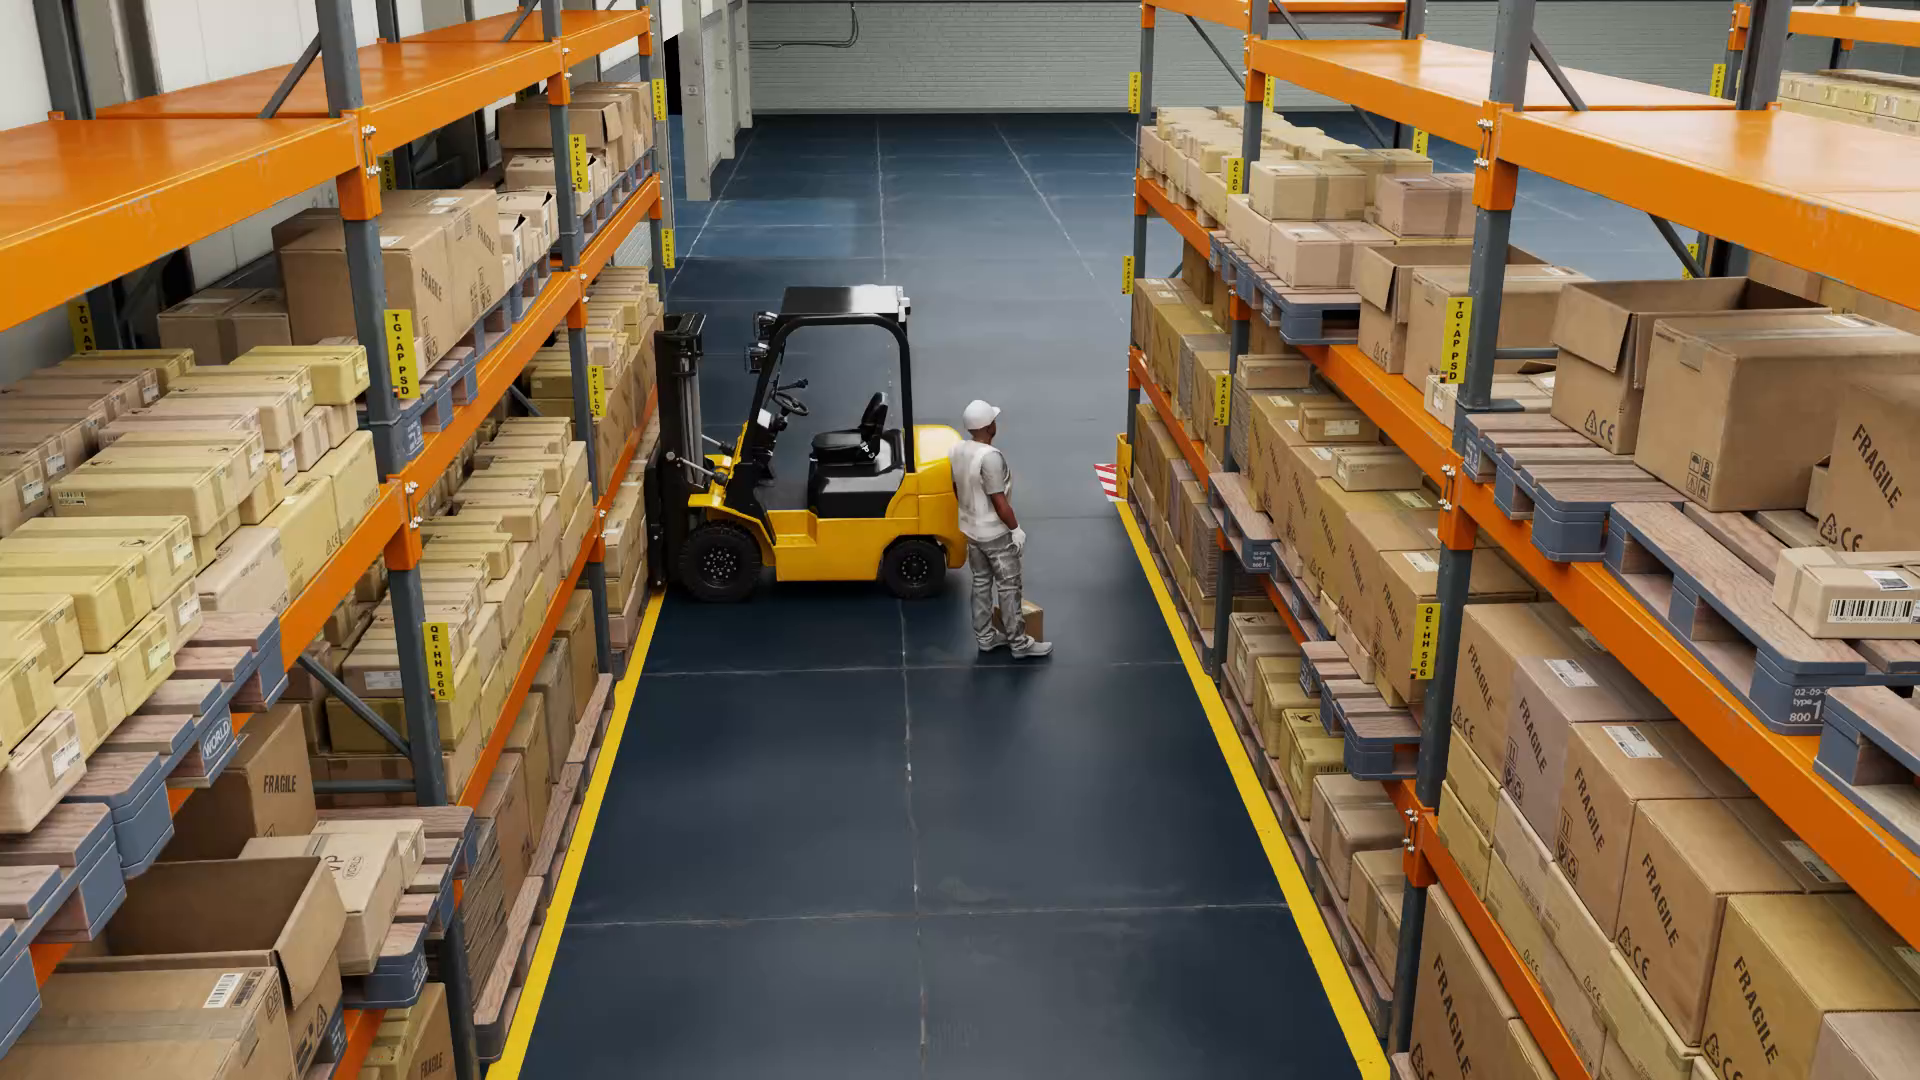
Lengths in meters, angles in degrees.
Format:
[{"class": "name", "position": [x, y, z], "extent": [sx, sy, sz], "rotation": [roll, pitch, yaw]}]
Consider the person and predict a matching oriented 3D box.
[{"class": "person", "position": [0.259, -0.092, 11.271], "extent": [0.576, 1.784, 0.655], "rotation": [-12, 23, -30]}]
